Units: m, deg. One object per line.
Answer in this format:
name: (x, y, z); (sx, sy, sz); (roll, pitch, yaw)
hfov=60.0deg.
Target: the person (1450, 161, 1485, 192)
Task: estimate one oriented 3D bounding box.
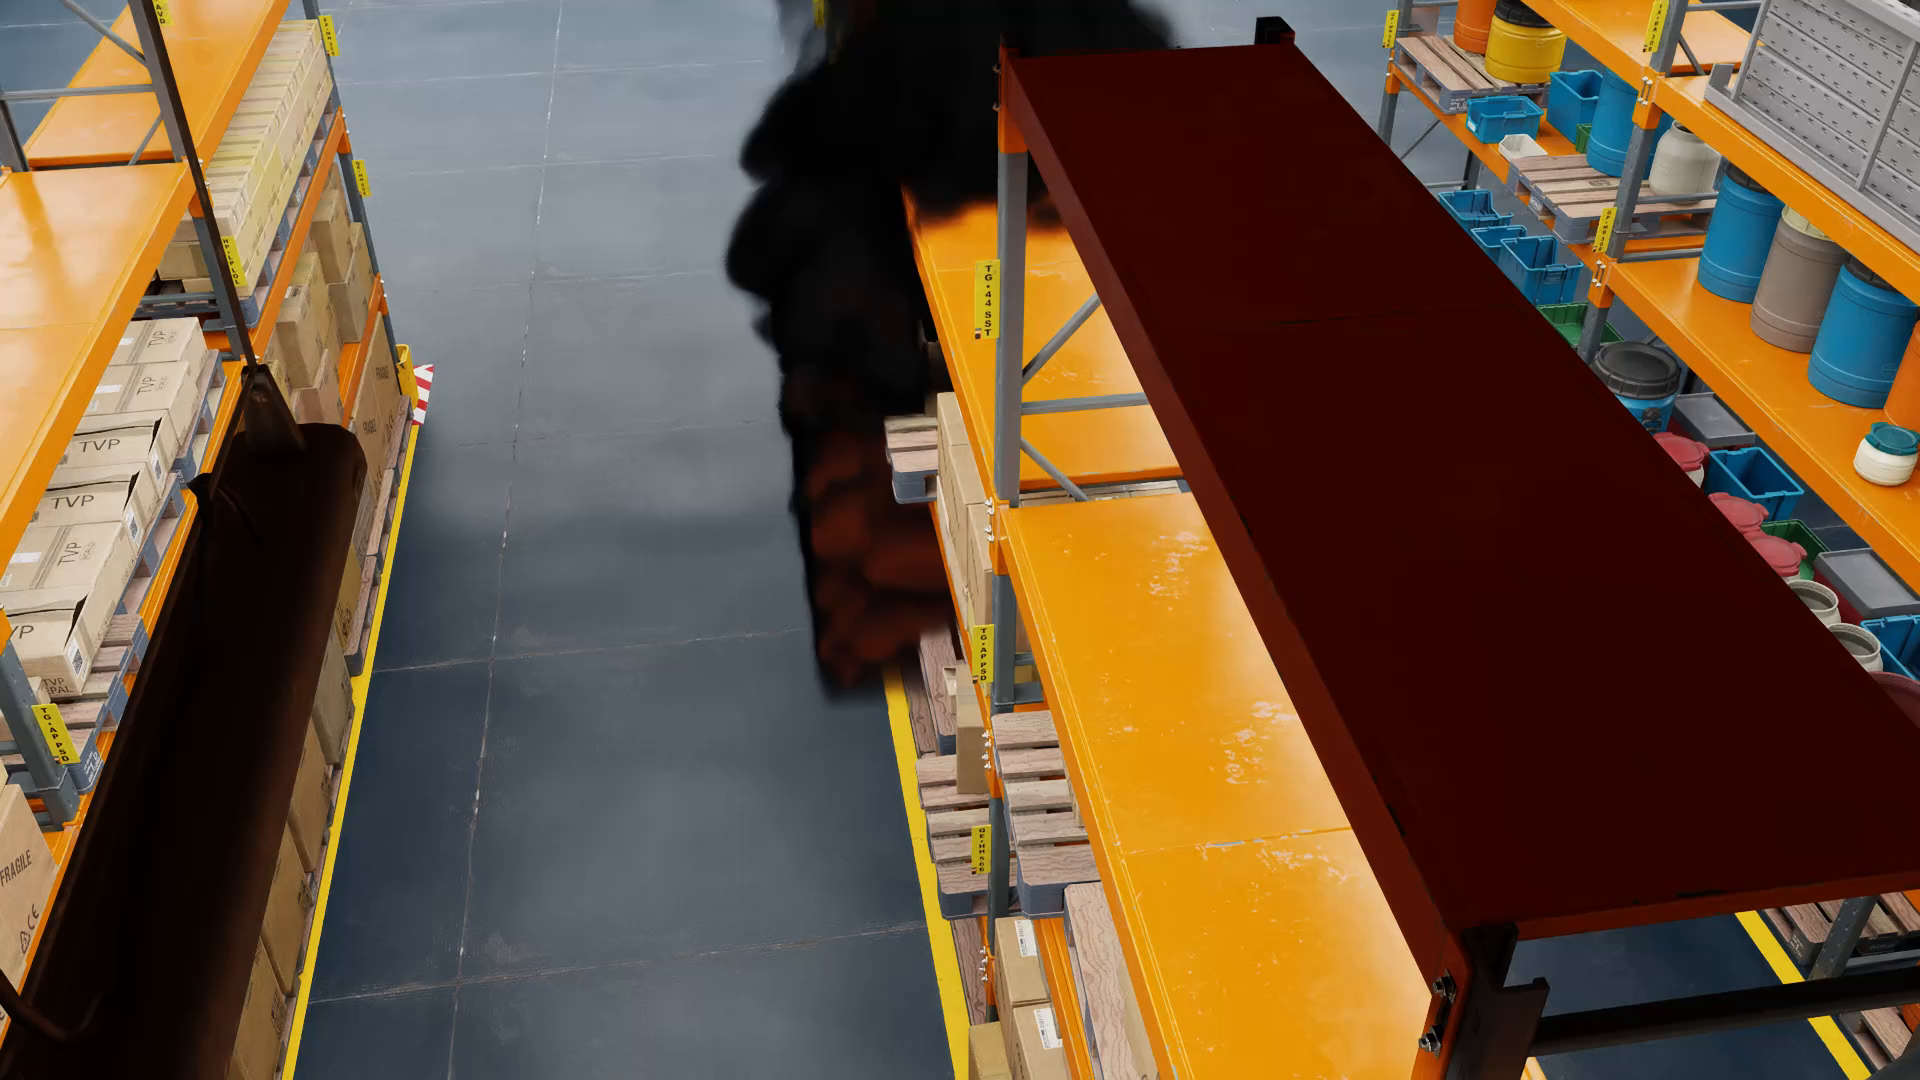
person: (5.968, -4.514, 18.274); (0.878, 1.589, 0.565); (7, 37, 9)
